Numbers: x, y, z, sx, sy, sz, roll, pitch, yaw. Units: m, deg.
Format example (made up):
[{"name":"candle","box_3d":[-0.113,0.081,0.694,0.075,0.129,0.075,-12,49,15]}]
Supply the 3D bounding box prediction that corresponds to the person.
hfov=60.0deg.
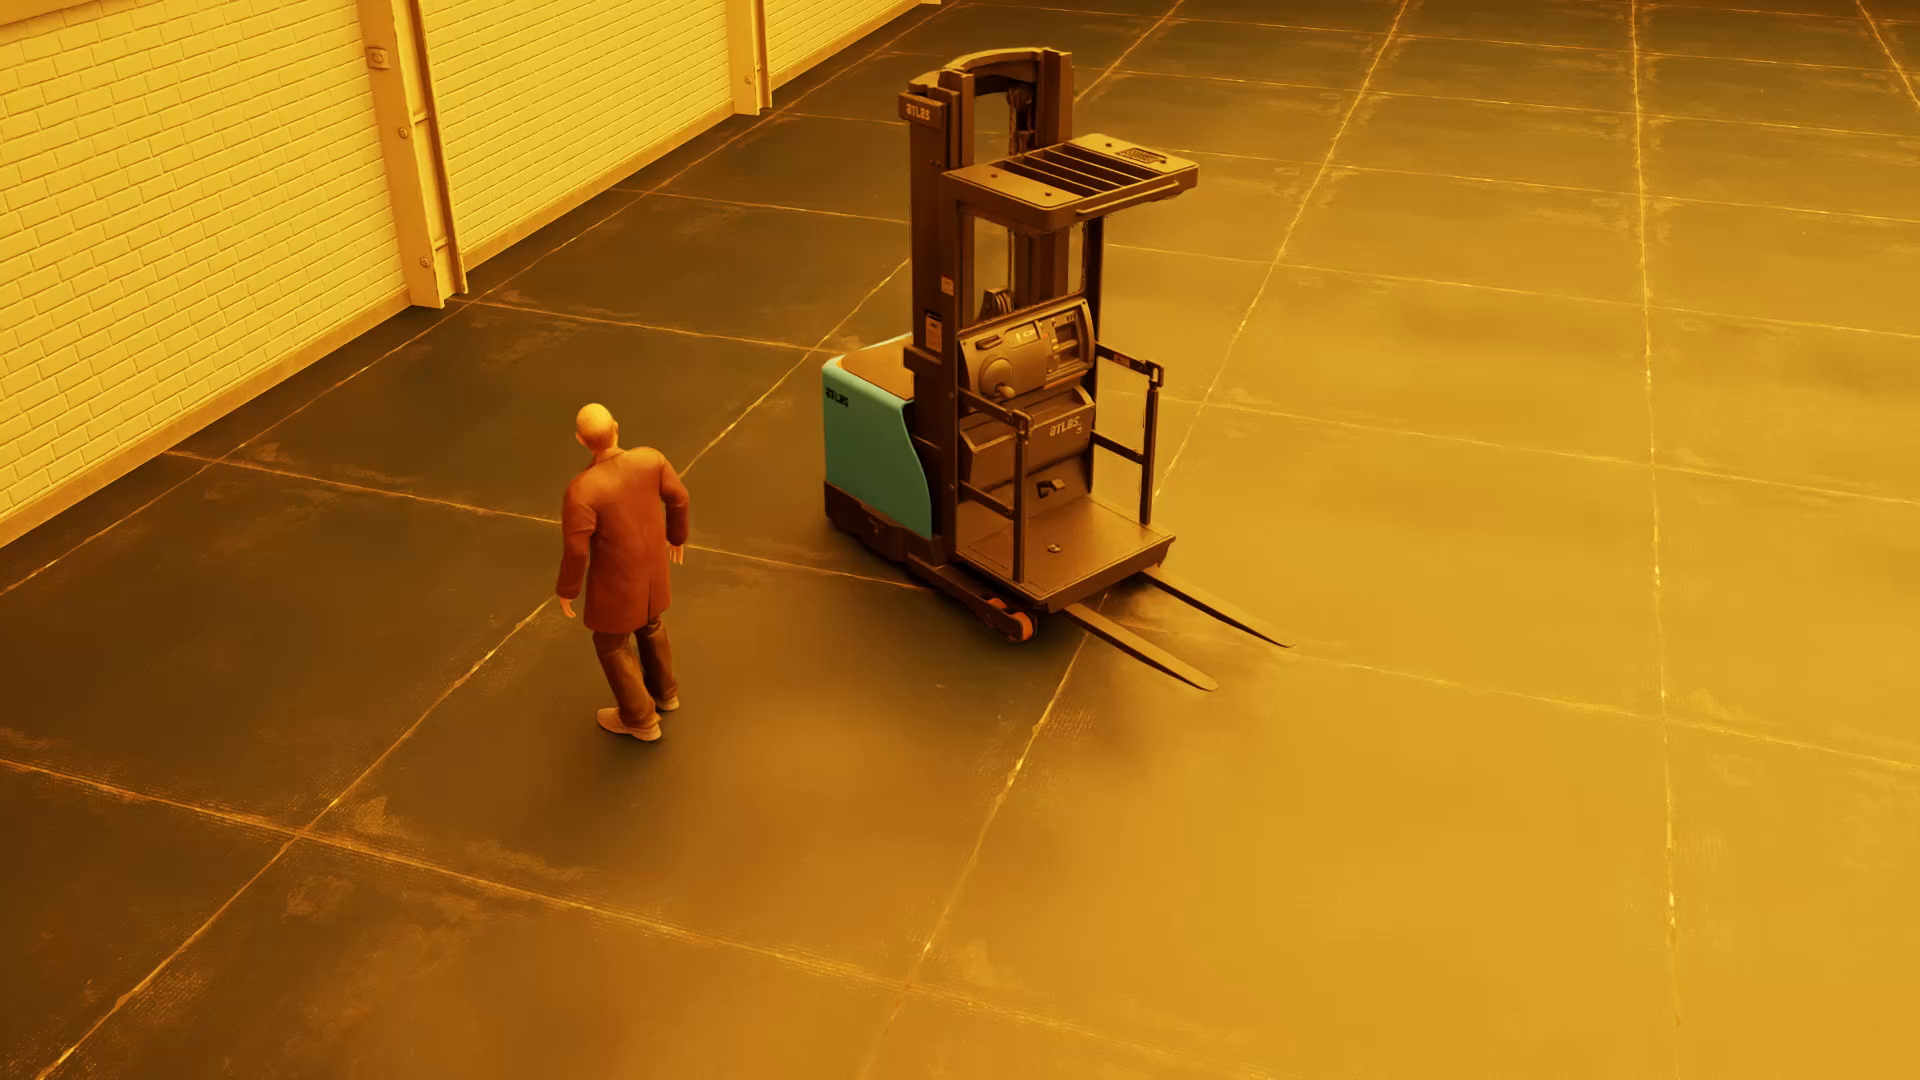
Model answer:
[{"name":"person","box_3d":[-1.637,0.152,8.040,0.430,1.772,0.645,21,36,32]}]

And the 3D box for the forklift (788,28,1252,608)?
[{"name":"forklift","box_3d":[0.493,-1.465,9.706,3.031,2.935,1.130,-20,35,-31]}]
